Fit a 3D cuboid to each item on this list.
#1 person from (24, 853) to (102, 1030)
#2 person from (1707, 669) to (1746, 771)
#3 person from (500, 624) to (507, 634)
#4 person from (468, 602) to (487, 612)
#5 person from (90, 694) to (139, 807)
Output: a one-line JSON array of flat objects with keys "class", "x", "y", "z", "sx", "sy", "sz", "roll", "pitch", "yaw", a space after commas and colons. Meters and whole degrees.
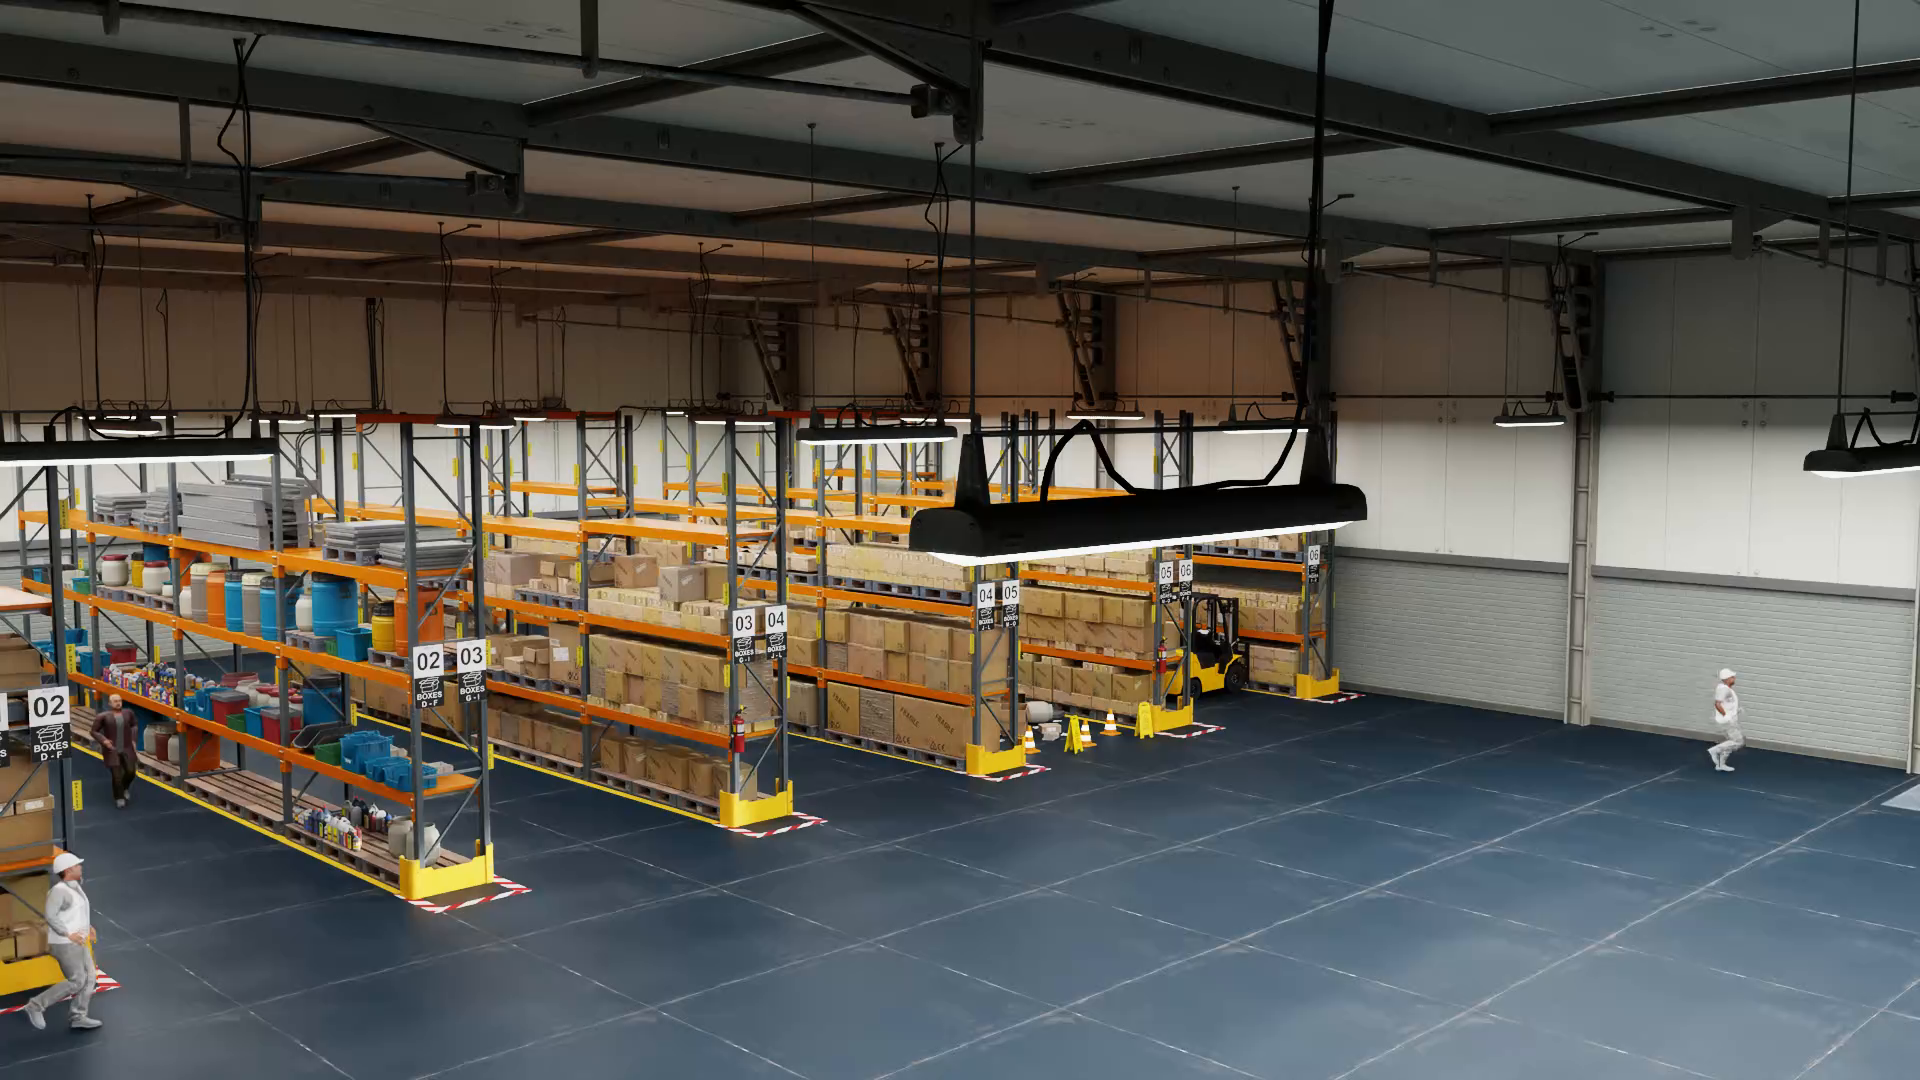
[{"class": "person", "x": -9.002, "y": 4.017, "z": 16.733, "sx": 0.681, "sy": 1.727, "sz": 0.725, "roll": -1, "pitch": 5, "yaw": -16}, {"class": "person", "x": 12.935, "y": 3.035, "z": 28.027, "sx": 0.596, "sy": 1.734, "sz": 0.687, "roll": 2, "pitch": 5, "yaw": 20}, {"class": "person", "x": -9.302, "y": 2.552, "z": 33.625, "sx": 0.659, "sy": 1.770, "sz": 1.044, "roll": -5, "pitch": 7, "yaw": -44}, {"class": "person", "x": -11.546, "y": 2.051, "z": 39.854, "sx": 0.705, "sy": 1.751, "sz": 0.747, "roll": 2, "pitch": 6, "yaw": 26}, {"class": "person", "x": -12.979, "y": 3.238, "z": 25.611, "sx": 0.716, "sy": 1.743, "sz": 0.630, "roll": -4, "pitch": 7, "yaw": -42}]
